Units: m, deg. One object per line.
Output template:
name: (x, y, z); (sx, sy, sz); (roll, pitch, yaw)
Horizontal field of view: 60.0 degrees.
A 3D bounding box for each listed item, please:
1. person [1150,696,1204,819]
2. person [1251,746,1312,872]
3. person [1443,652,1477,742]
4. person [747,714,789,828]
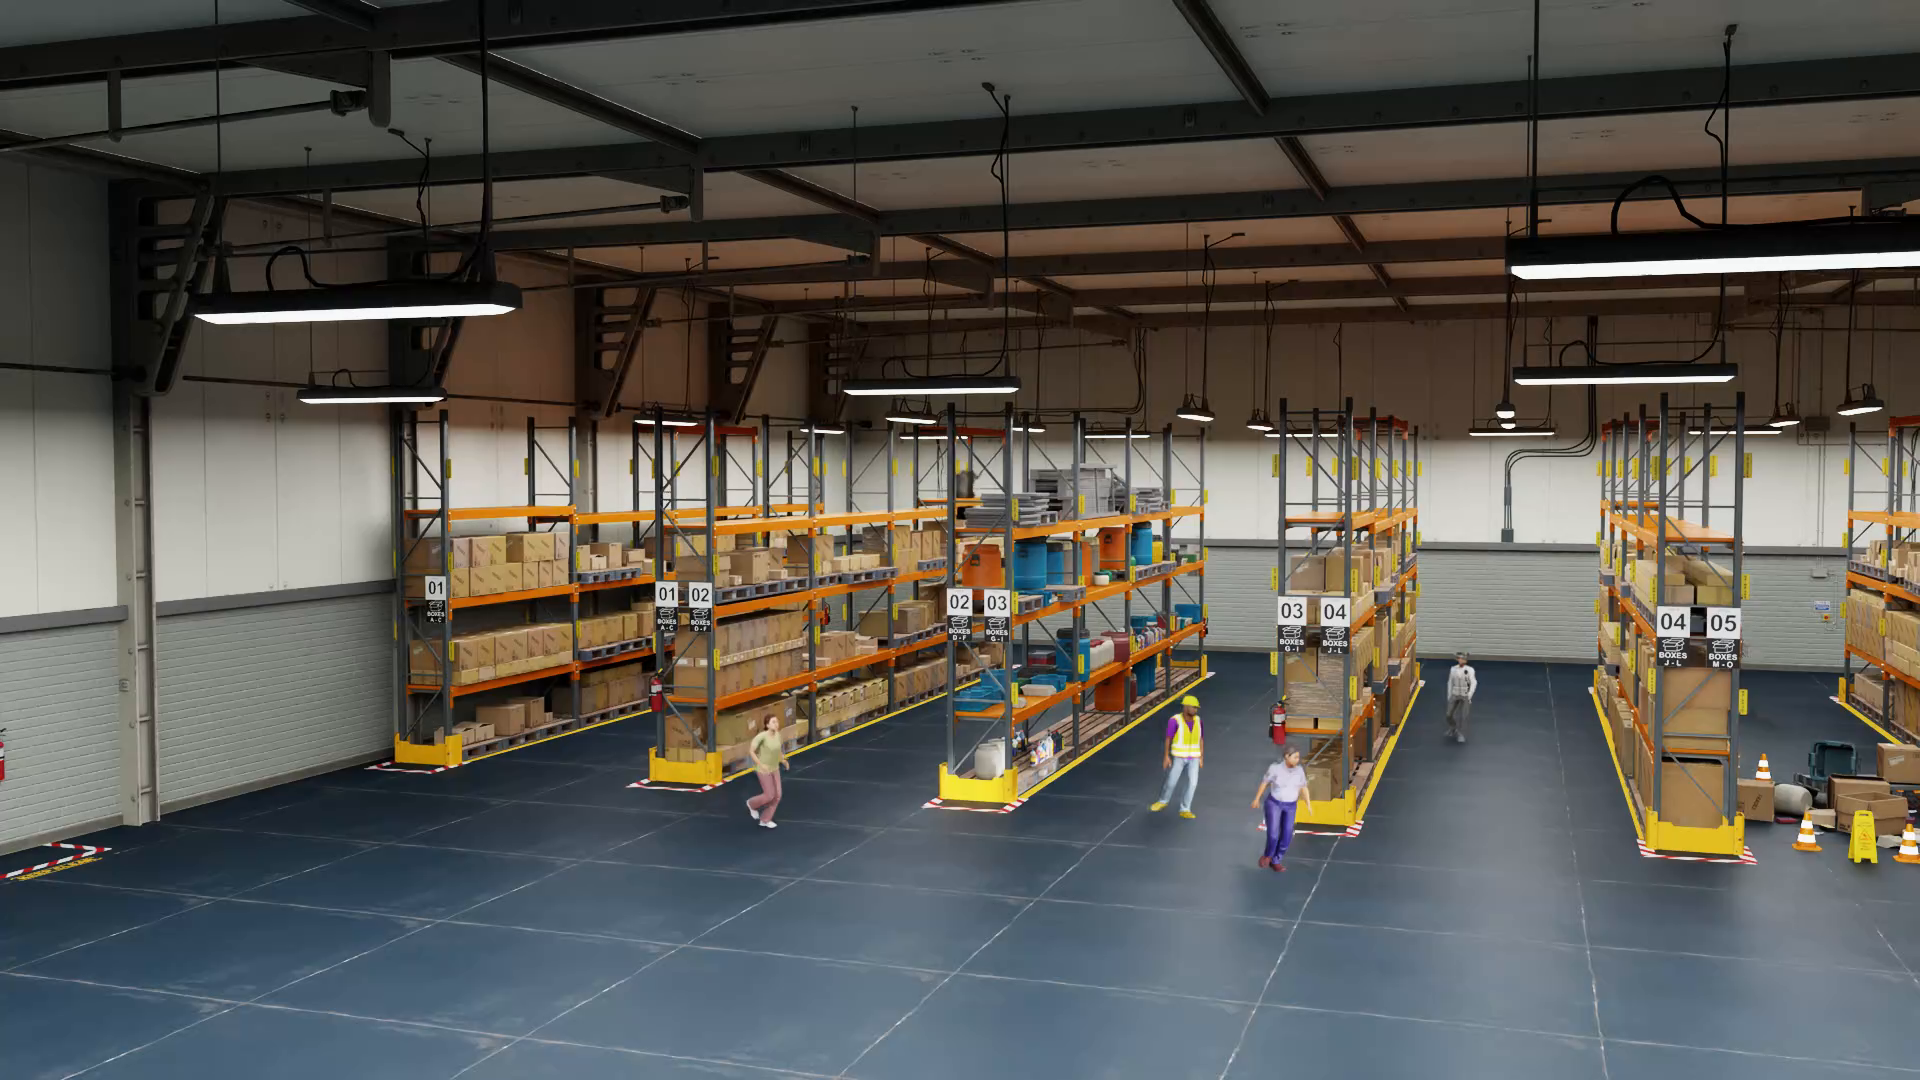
person: (3.125, 3.096, 23.819); (0.758, 1.754, 0.518); (-1, 3, -14)
person: (3.995, 3.324, 20.559); (0.622, 1.603, 0.586); (-1, 3, -15)
person: (9.147, 2.872, 30.460); (0.636, 1.671, 0.626); (1, 3, 28)
person: (-2.723, 3.210, 23.241); (0.598, 1.595, 0.581); (2, 3, 41)
